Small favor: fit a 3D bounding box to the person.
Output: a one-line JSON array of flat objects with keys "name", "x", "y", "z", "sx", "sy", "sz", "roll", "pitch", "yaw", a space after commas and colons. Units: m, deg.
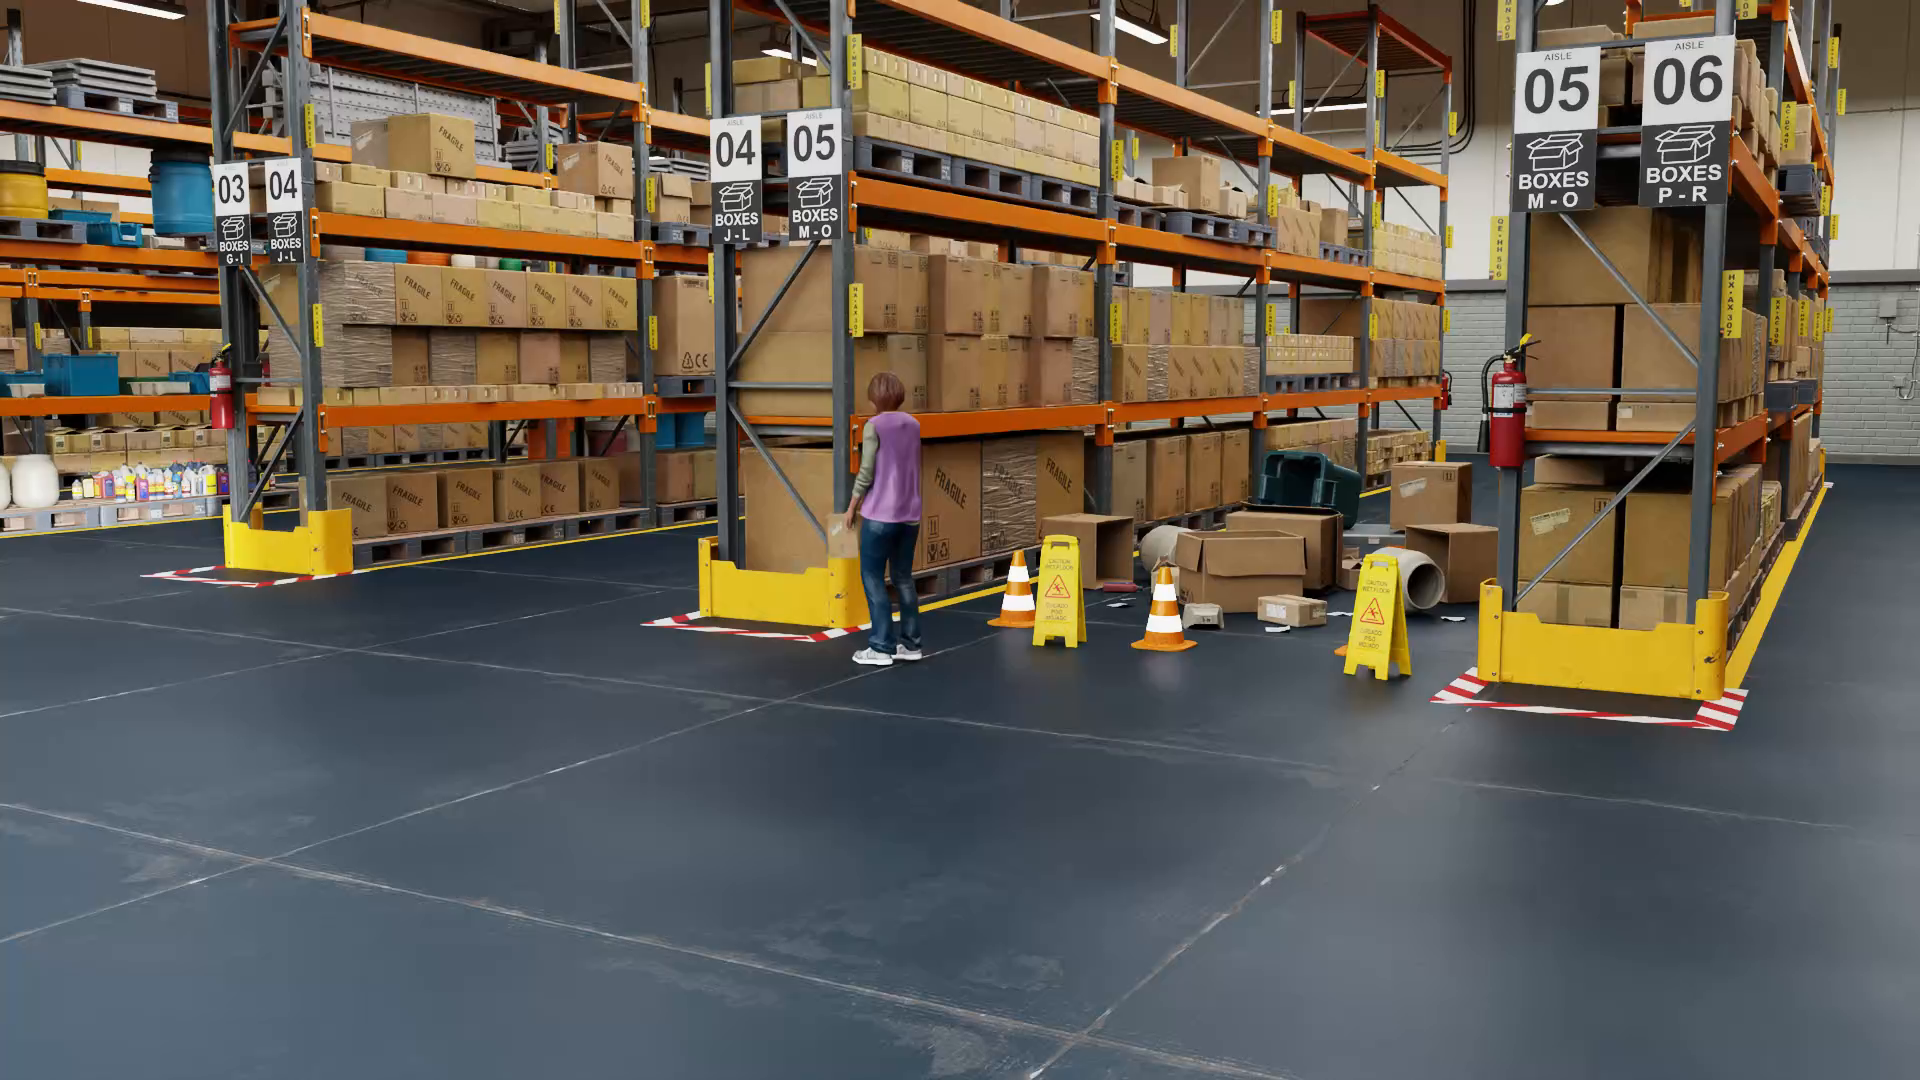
[{"name": "person", "x": -0.401, "y": -0.112, "z": 9.107, "sx": 0.343, "sy": 1.593, "sz": 0.481, "roll": 6, "pitch": 9, "yaw": 44}]
